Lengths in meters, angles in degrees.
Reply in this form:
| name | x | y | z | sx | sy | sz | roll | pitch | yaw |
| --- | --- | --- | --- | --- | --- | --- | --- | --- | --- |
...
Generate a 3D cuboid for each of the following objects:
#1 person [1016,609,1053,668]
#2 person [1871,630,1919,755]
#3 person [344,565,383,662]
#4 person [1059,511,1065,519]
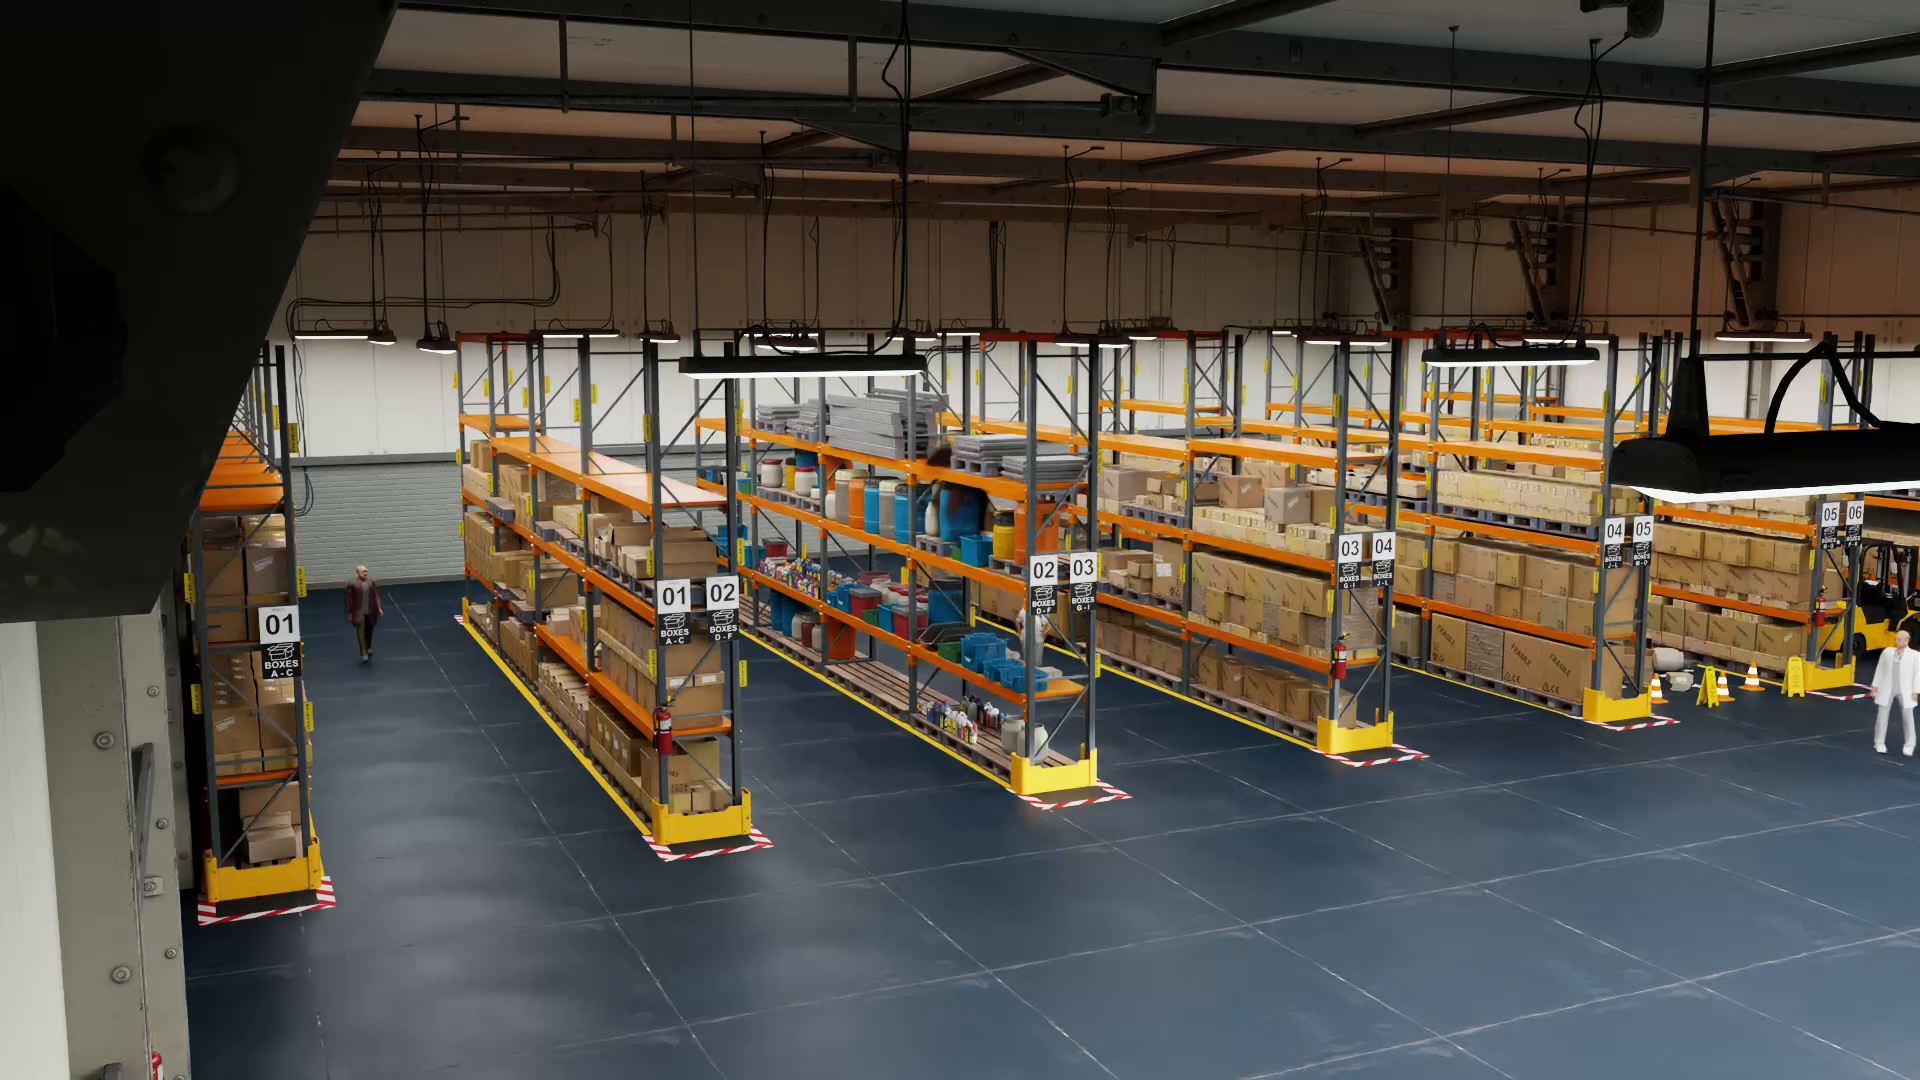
| name | x | y | z | sx | sy | sz | roll | pitch | yaw |
| --- | --- | --- | --- | --- | --- | --- | --- | --- | --- |
| person | 1.270 | 1.744 | 28.275 | 0.566 | 1.695 | 0.746 | -2 | 8 | -18 |
| person | 13.583 | 2.200 | 24.141 | 0.627 | 1.775 | 0.499 | 4 | 9 | 26 |
| person | -10.979 | 1.327 | 30.652 | 0.662 | 1.723 | 1.118 | -4 | 9 | -26 |
| person | 2.352 | 0.100 | 39.843 | 0.534 | 1.800 | 0.667 | -1 | 8 | -5 |
